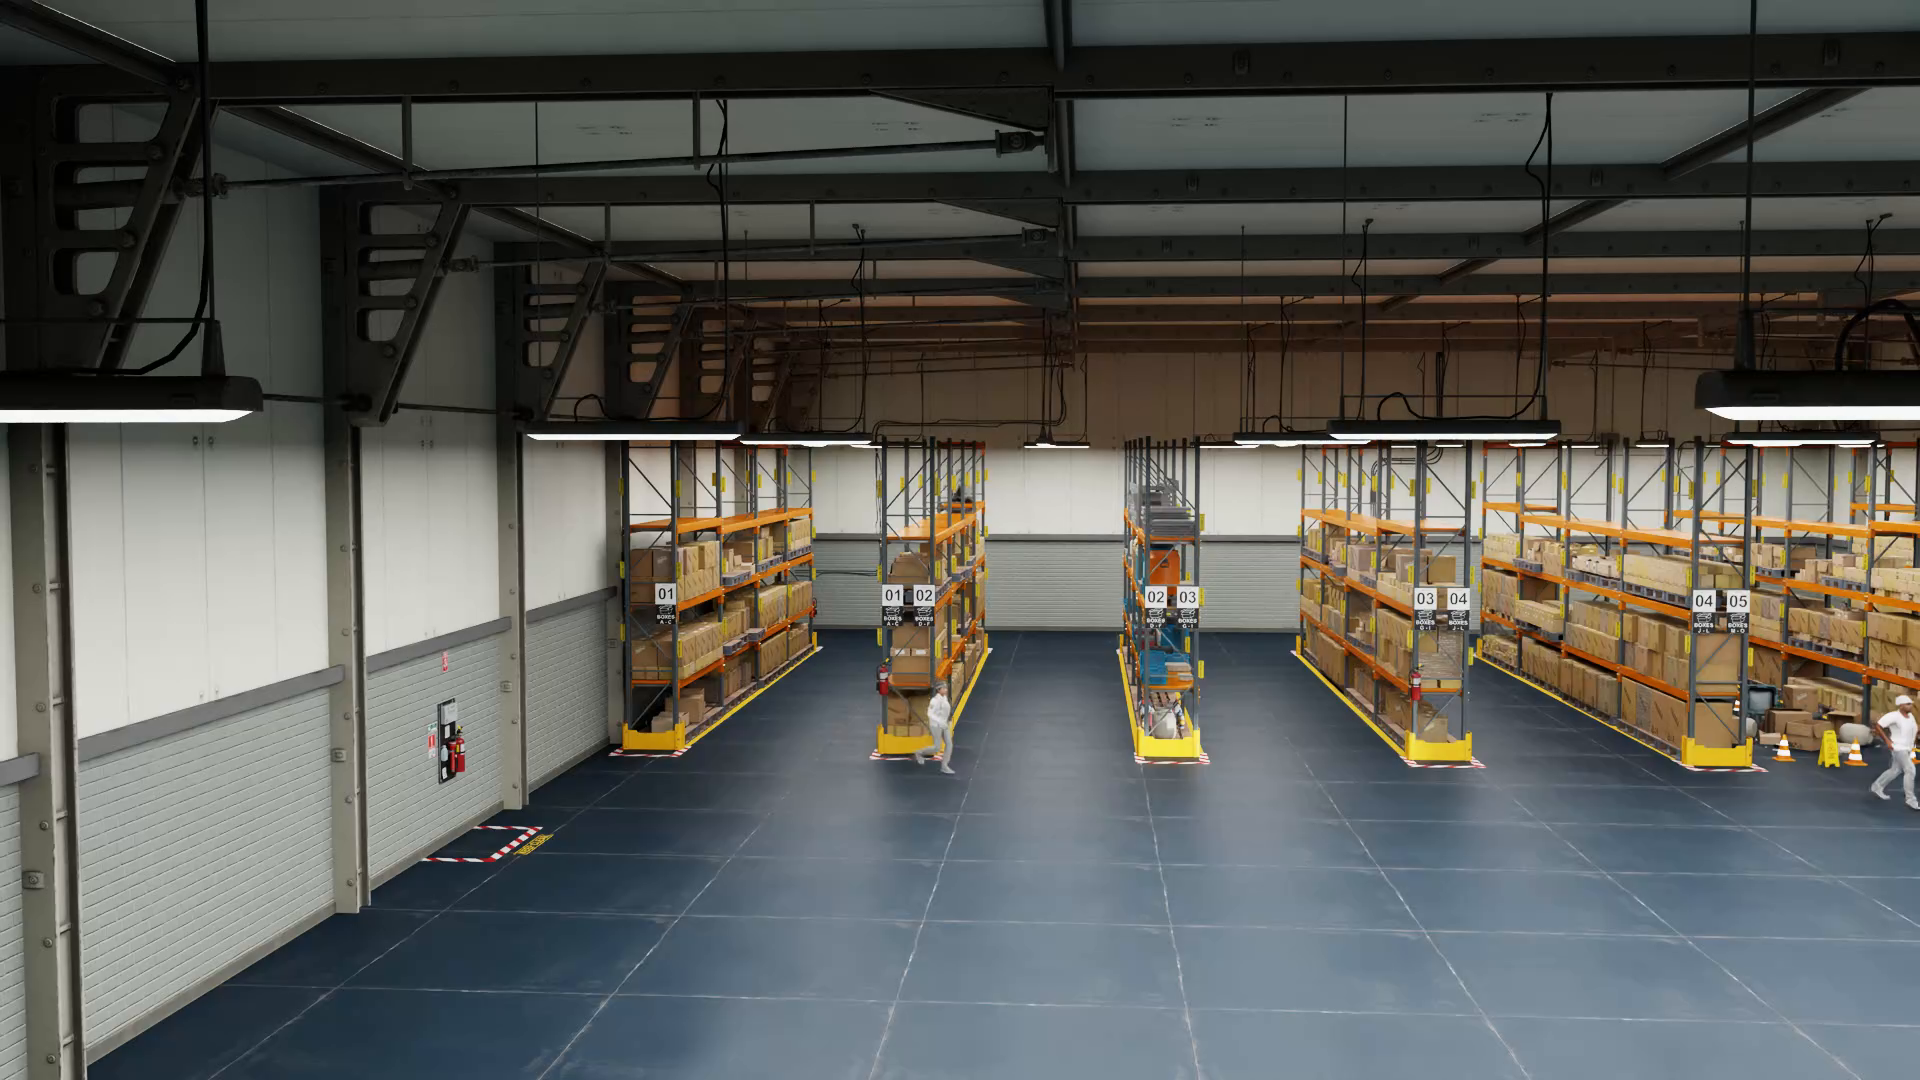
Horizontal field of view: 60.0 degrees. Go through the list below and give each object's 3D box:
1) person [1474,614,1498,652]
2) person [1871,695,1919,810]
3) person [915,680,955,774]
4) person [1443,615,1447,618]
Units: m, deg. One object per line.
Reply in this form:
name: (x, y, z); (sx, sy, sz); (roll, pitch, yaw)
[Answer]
person: (15.136, 2.356, 47.400); (0.836, 1.730, 0.575); (0, 3, -2)
person: (15.200, 3.401, 26.872); (0.671, 1.811, 0.865); (-2, 4, -37)
person: (-0.418, 3.309, 29.606); (0.782, 1.661, 0.609); (2, 4, 34)
person: (13.138, 2.531, 44.431); (0.554, 1.630, 0.549); (0, 3, -2)
